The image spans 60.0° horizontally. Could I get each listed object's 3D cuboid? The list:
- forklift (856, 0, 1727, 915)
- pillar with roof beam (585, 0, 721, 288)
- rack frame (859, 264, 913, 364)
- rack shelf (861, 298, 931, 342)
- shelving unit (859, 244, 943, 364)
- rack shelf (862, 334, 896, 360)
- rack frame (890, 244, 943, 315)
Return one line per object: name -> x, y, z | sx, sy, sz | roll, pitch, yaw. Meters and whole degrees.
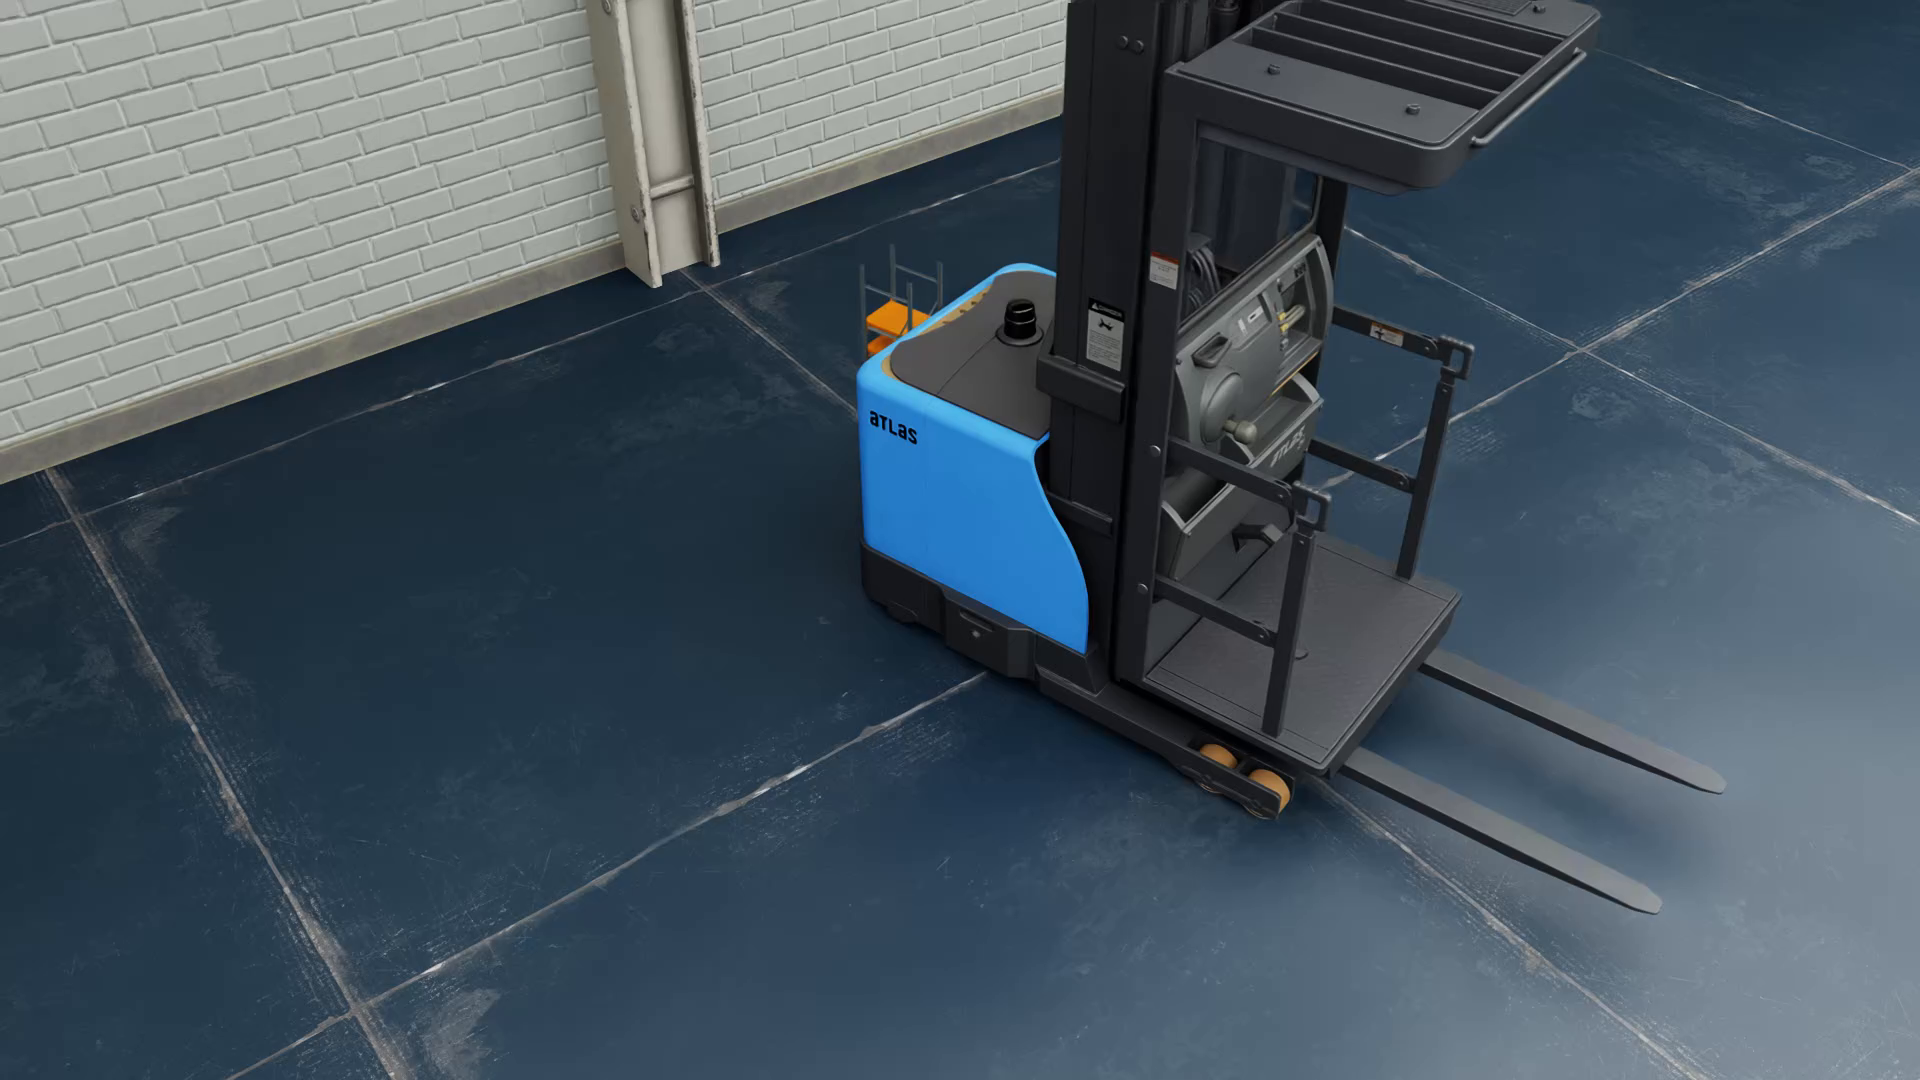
forklift -> 1.101, -0.579, 5.145 | 3.031, 2.935, 1.130 | 26, 46, 28
pillar with roof beam -> 1.158, -2.720, 2.970 | 0.400, 9.000, 9.100 | -26, 46, -28
rack frame -> -0.271, -0.501, 6.415 | 0.240, 1.200, 0.006 | 25, 45, 27
rack shelf -> -0.217, -0.792, 6.272 | 0.258, 0.103, 0.180 | 25, 45, 27
shelving unit -> -0.217, -0.548, 6.473 | 0.258, 1.200, 0.189 | 25, 45, 27
rack shelf -> -0.217, -0.700, 6.349 | 0.258, 0.103, 0.180 | 25, 45, 27
rack frame -> -0.164, -0.595, 6.530 | 0.240, 1.200, 0.006 | 25, 45, 27
